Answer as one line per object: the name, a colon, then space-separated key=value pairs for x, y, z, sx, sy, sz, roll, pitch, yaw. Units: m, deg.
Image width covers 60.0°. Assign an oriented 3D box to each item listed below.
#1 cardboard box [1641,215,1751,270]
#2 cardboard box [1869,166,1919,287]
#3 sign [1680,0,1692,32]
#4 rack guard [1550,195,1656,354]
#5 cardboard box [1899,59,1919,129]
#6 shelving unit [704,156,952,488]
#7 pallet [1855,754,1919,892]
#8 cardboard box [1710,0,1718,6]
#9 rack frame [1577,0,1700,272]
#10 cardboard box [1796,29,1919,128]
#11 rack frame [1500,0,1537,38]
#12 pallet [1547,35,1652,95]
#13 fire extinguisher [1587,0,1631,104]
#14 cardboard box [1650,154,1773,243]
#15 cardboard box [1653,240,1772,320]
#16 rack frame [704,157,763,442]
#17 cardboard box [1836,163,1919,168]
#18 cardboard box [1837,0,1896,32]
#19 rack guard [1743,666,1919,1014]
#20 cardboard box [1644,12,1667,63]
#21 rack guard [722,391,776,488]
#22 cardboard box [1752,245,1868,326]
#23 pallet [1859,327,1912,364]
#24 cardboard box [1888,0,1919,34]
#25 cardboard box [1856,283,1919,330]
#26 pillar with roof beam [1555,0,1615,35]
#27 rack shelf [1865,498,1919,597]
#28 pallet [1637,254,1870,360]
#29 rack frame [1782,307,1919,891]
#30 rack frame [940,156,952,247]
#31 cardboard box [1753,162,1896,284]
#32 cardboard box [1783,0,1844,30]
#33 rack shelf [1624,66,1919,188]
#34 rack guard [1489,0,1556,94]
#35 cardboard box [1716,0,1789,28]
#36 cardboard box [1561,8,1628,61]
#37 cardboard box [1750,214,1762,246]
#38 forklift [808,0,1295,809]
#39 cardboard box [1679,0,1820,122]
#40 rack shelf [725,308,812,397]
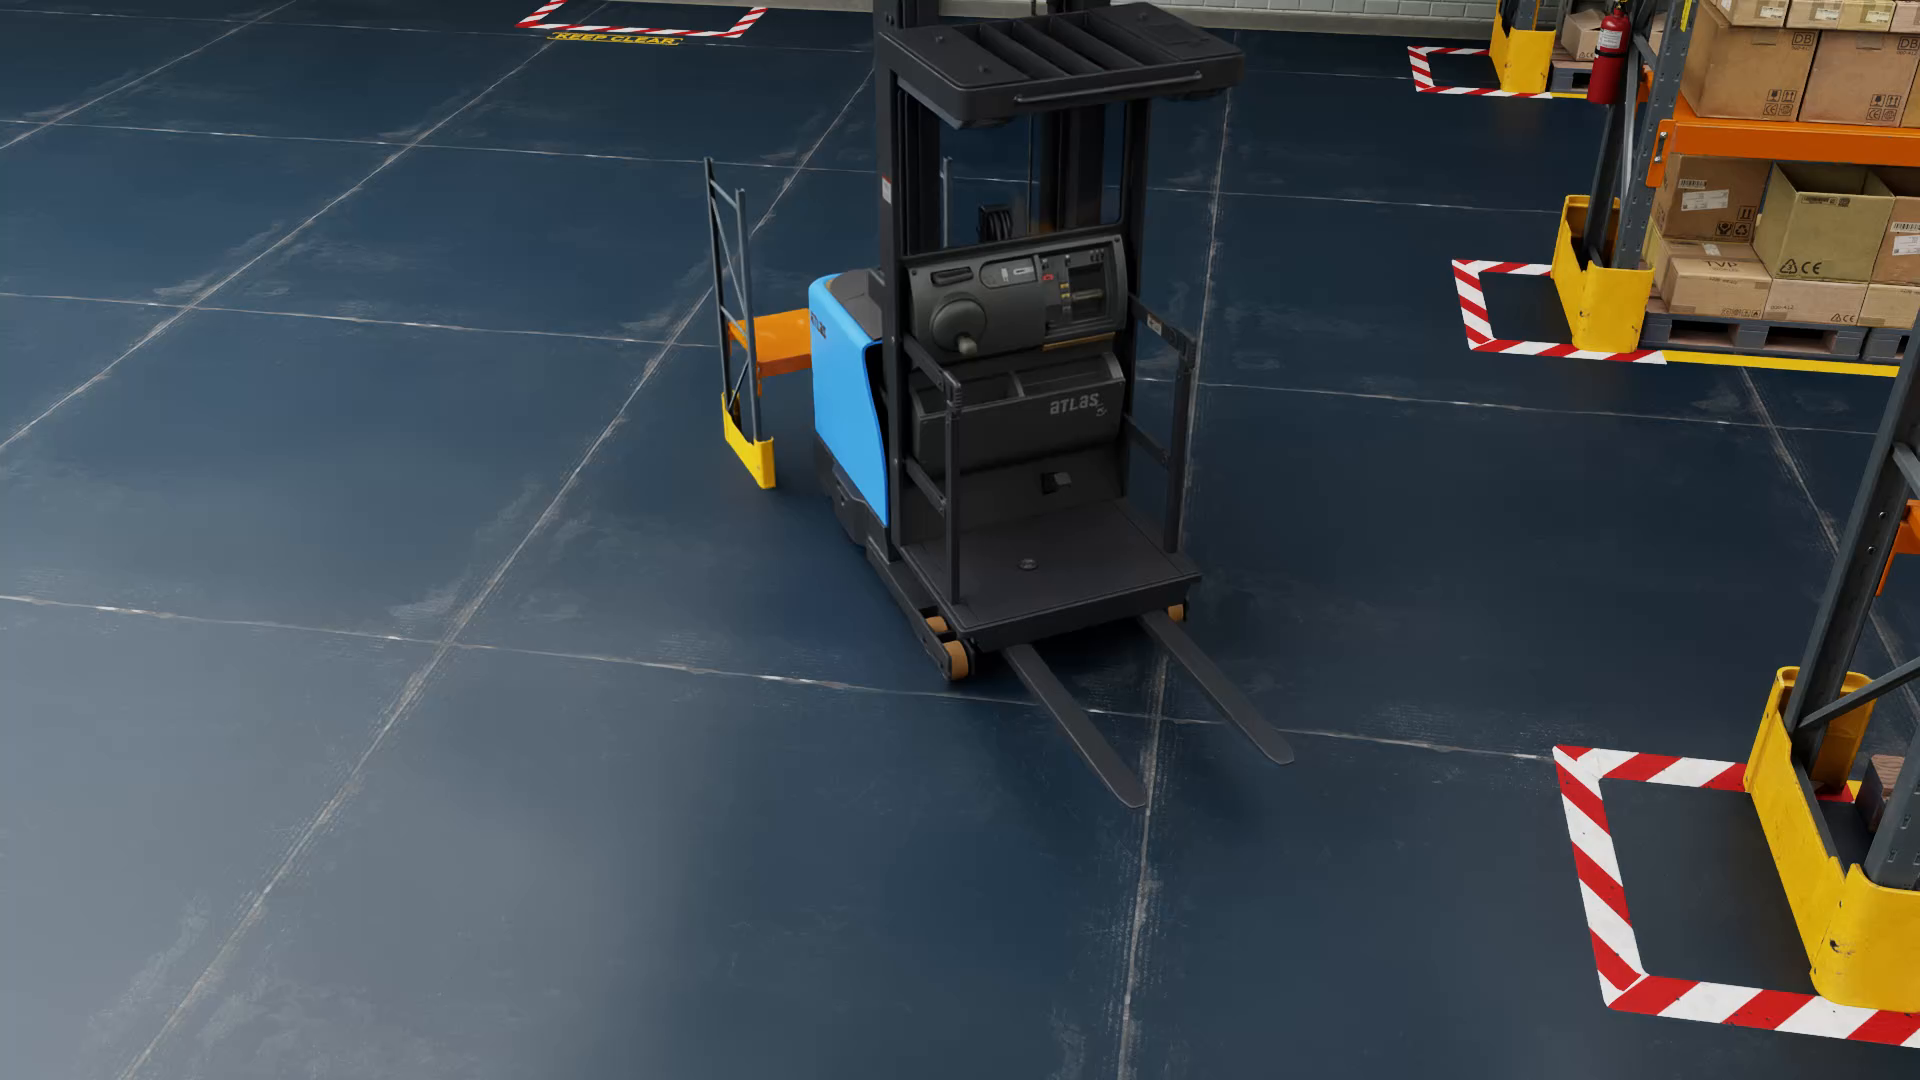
cardboard box: x=4.376 y=-1.762 z=9.933 sx=0.500 sy=0.250 sz=0.500 roll=5 pitch=32 yaw=8
cardboard box: x=5.278 y=-1.727 z=9.171 sx=0.500 sy=0.500 sz=0.500 roll=5 pitch=32 yaw=8
sign: x=3.699 y=-2.753 z=8.431 sx=0.005 sy=0.325 sz=0.100 roll=5 pitch=32 yaw=8
rack guard: x=3.774 y=-1.585 z=9.811 sx=0.348 sy=0.500 sz=1.175 roll=5 pitch=32 yaw=8
cardboard box: x=5.263 y=-2.545 z=8.894 sx=0.500 sy=0.500 sz=0.700 roll=5 pitch=32 yaw=9
shelving unit: x=-0.609 y=-1.151 z=8.175 sx=1.083 sy=1.500 sz=0.587 roll=-14 pitch=35 yaw=-21
pallet: x=3.844 y=1.187 z=5.654 sx=1.213 sy=0.211 sz=1.003 roll=5 pitch=32 yaw=8
cardboard box: x=4.207 y=-3.025 z=9.050 sx=0.250 sy=0.149 sz=0.380 roll=5 pitch=32 yaw=7
rack frame: x=3.798 y=-2.642 z=9.144 sx=0.127 sy=3.000 sz=1.000 roll=5 pitch=32 yaw=8
cardboard box: x=4.775 y=-2.592 z=8.970 sx=0.500 sy=0.500 sz=0.700 roll=6 pitch=33 yaw=9
rack frame: x=4.628 y=-5.234 z=13.284 sx=0.127 sy=3.000 sz=1.000 roll=5 pitch=32 yaw=8
pallet: x=5.498 y=-3.954 z=13.868 sx=1.213 sy=0.211 sz=1.003 roll=5 pitch=32 yaw=8
fire extinguisher: x=3.760 y=-2.863 z=9.570 sx=0.183 sy=0.674 sz=0.296 roll=5 pitch=32 yaw=8
cardboard box: x=4.377 y=-2.081 z=9.736 sx=0.500 sy=0.500 sz=0.500 roll=5 pitch=32 yaw=8
cardboard box: x=4.289 y=-1.491 z=9.500 sx=0.500 sy=0.250 sz=0.500 roll=5 pitch=32 yaw=8
rack frame: x=-1.077 y=-1.035 z=7.989 sx=0.032 sy=1.500 sz=0.500 roll=-14 pitch=35 yaw=-21
cardboard box: x=5.365 y=-1.999 z=9.605 sx=0.500 sy=0.500 sz=0.500 roll=5 pitch=32 yaw=8
cardboard box: x=4.655 y=-2.767 z=8.638 sx=0.250 sy=0.149 sz=0.380 roll=5 pitch=32 yaw=8
rack guard: x=3.044 y=0.990 z=5.698 sx=0.348 sy=0.500 sz=1.175 roll=5 pitch=32 yaw=8
cardboard box: x=5.857 y=-4.121 z=13.625 sx=0.500 sy=0.311 sz=0.500 roll=8 pitch=33 yaw=12
rack guard: x=-1.059 y=-0.509 z=8.327 sx=0.087 sy=0.250 sz=0.587 roll=-14 pitch=35 yaw=-21
cardboard box: x=4.783 y=-1.448 z=9.432 sx=0.500 sy=0.250 sz=0.500 roll=5 pitch=32 yaw=8
pallet: x=5.758 y=-1.304 z=9.634 sx=1.213 sy=0.211 sz=1.003 roll=5 pitch=32 yaw=8
cardboard box: x=4.903 y=-2.743 z=8.600 sx=0.250 sy=0.149 sz=0.380 roll=5 pitch=32 yaw=7
cardboard box: x=5.276 y=-1.403 z=9.360 sx=0.500 sy=0.250 sz=0.500 roll=5 pitch=32 yaw=8
pillar with roof beam: x=4.739 y=-5.915 z=8.718 sx=0.400 sy=9.000 sz=9.100 roll=5 pitch=32 yaw=8
rack shelf: x=4.933 y=0.431 z=4.912 sx=4.000 sy=0.370 sz=1.077 roll=5 pitch=32 yaw=8
pallet: x=4.559 y=-1.414 z=9.810 sx=1.213 sy=0.211 sz=1.003 roll=5 pitch=32 yaw=8
rack frame: x=2.961 y=-0.052 z=5.006 sx=0.127 sy=3.000 sz=1.000 roll=5 pitch=32 yaw=8
rack frame: x=-0.156 y=-1.263 z=8.354 sx=0.032 sy=1.500 sz=0.500 roll=-14 pitch=35 yaw=-21
cardboard box: x=4.782 y=-1.765 z=9.231 sx=0.500 sy=0.500 sz=0.500 roll=5 pitch=32 yaw=8
cardboard box: x=4.409 y=-2.790 z=8.674 sx=0.250 sy=0.149 sz=0.380 roll=4 pitch=32 yaw=7
rack shelf: x=5.770 y=-2.159 z=9.050 sx=4.000 sy=0.370 sz=1.077 roll=5 pitch=32 yaw=8
rack guard: x=4.703 y=-4.167 z=13.936 sx=0.348 sy=0.500 sz=1.175 roll=5 pitch=32 yaw=8
cardboard box: x=4.149 y=-2.812 z=8.710 sx=0.250 sy=0.149 sz=0.380 roll=5 pitch=32 yaw=8
cardboard box: x=5.295 y=-4.171 z=13.707 sx=0.500 sy=0.311 sz=0.500 roll=2 pitch=32 yaw=3
cardboard box: x=4.871 y=-1.723 z=9.872 sx=0.500 sy=0.250 sz=0.500 roll=5 pitch=32 yaw=8
forklift: x=0.324 y=-0.921 z=6.459 sx=1.130 sy=2.935 sz=3.031 roll=-13 pitch=34 yaw=-19
cardboard box: x=4.256 y=-2.636 z=9.041 sx=0.500 sy=0.500 sz=0.700 roll=5 pitch=32 yaw=8
rack shelf: x=-0.617 y=-0.997 z=8.267 sx=1.000 sy=0.185 sz=0.538 roll=-14 pitch=35 yaw=-21
